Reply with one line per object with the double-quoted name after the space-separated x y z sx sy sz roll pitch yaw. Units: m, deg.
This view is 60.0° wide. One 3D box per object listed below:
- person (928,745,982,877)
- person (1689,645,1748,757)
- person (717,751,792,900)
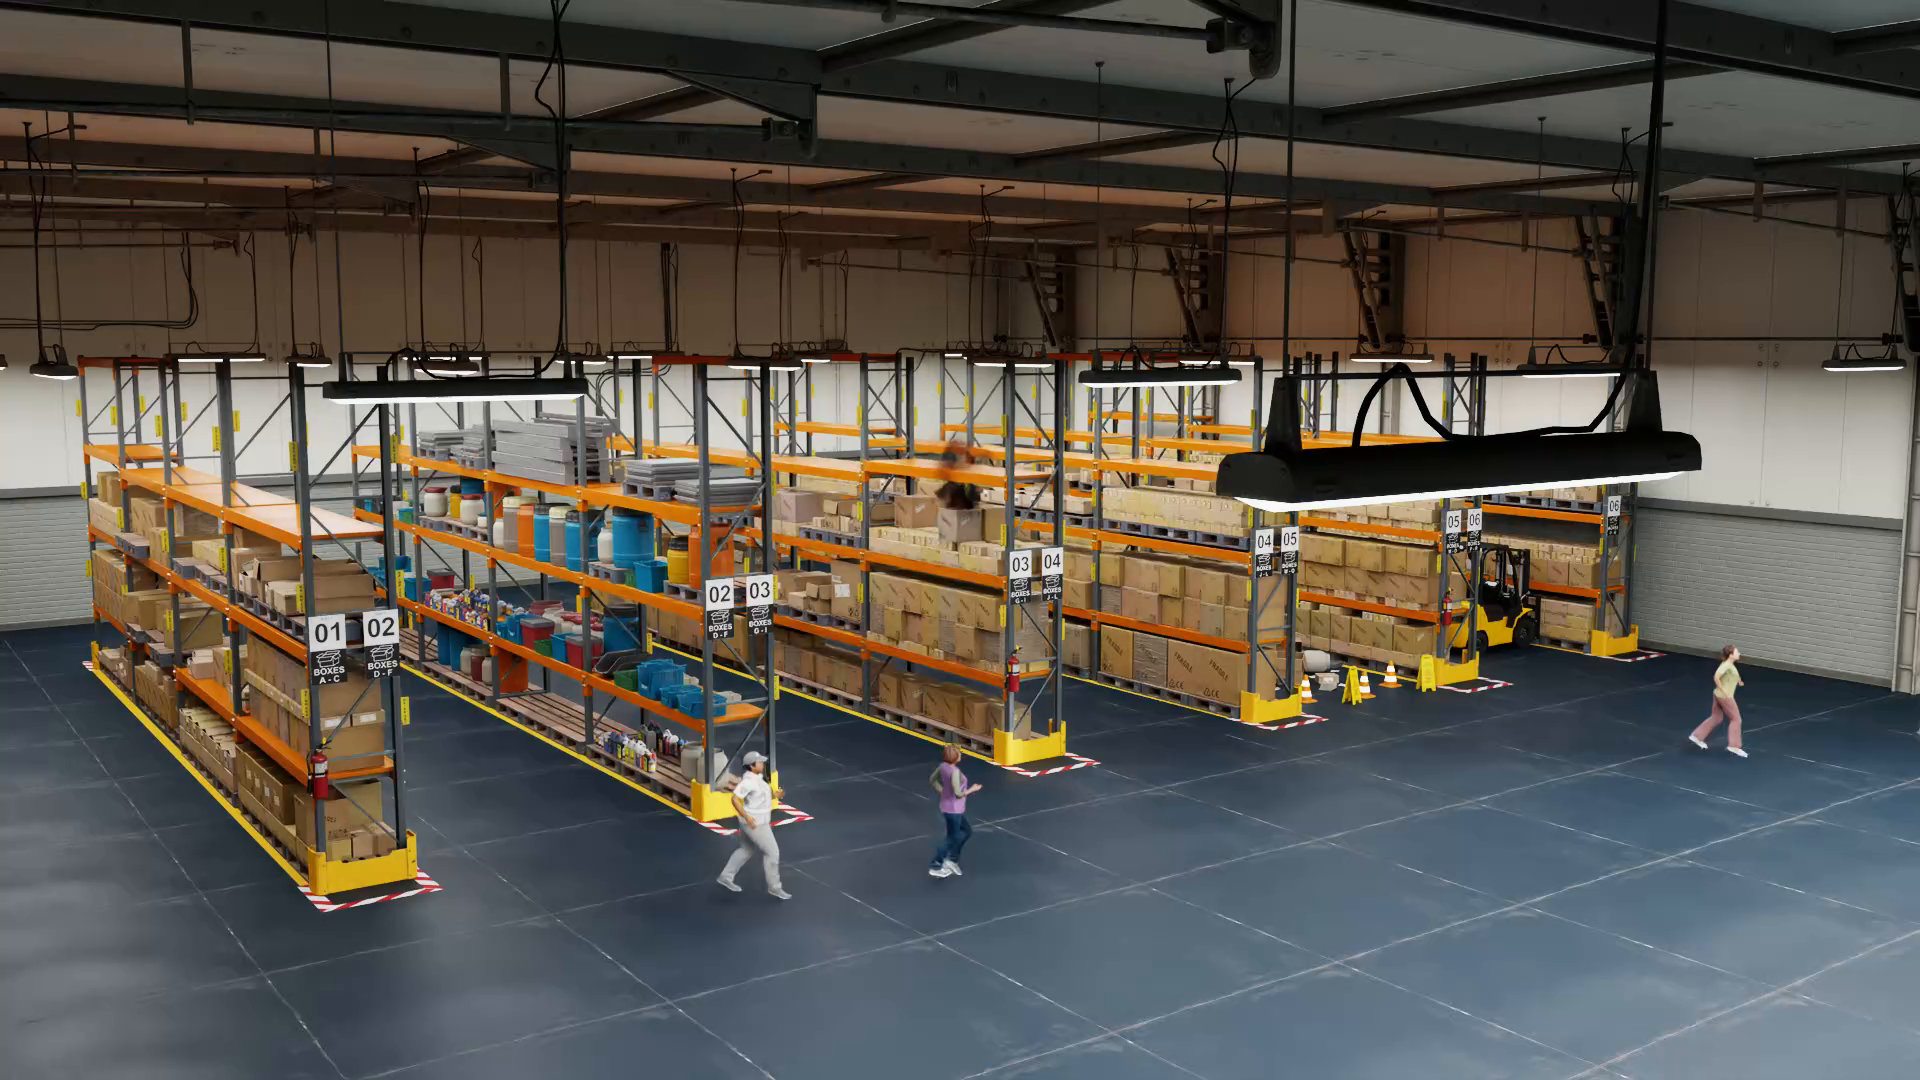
-0.065 3.184 19.494 0.639 1.608 0.517 -2 7 -14 "person"
11.599 2.426 25.370 0.840 1.702 0.572 2 7 12 "person"
-2.340 3.227 18.795 0.837 1.707 0.588 -1 7 -10 "person"
